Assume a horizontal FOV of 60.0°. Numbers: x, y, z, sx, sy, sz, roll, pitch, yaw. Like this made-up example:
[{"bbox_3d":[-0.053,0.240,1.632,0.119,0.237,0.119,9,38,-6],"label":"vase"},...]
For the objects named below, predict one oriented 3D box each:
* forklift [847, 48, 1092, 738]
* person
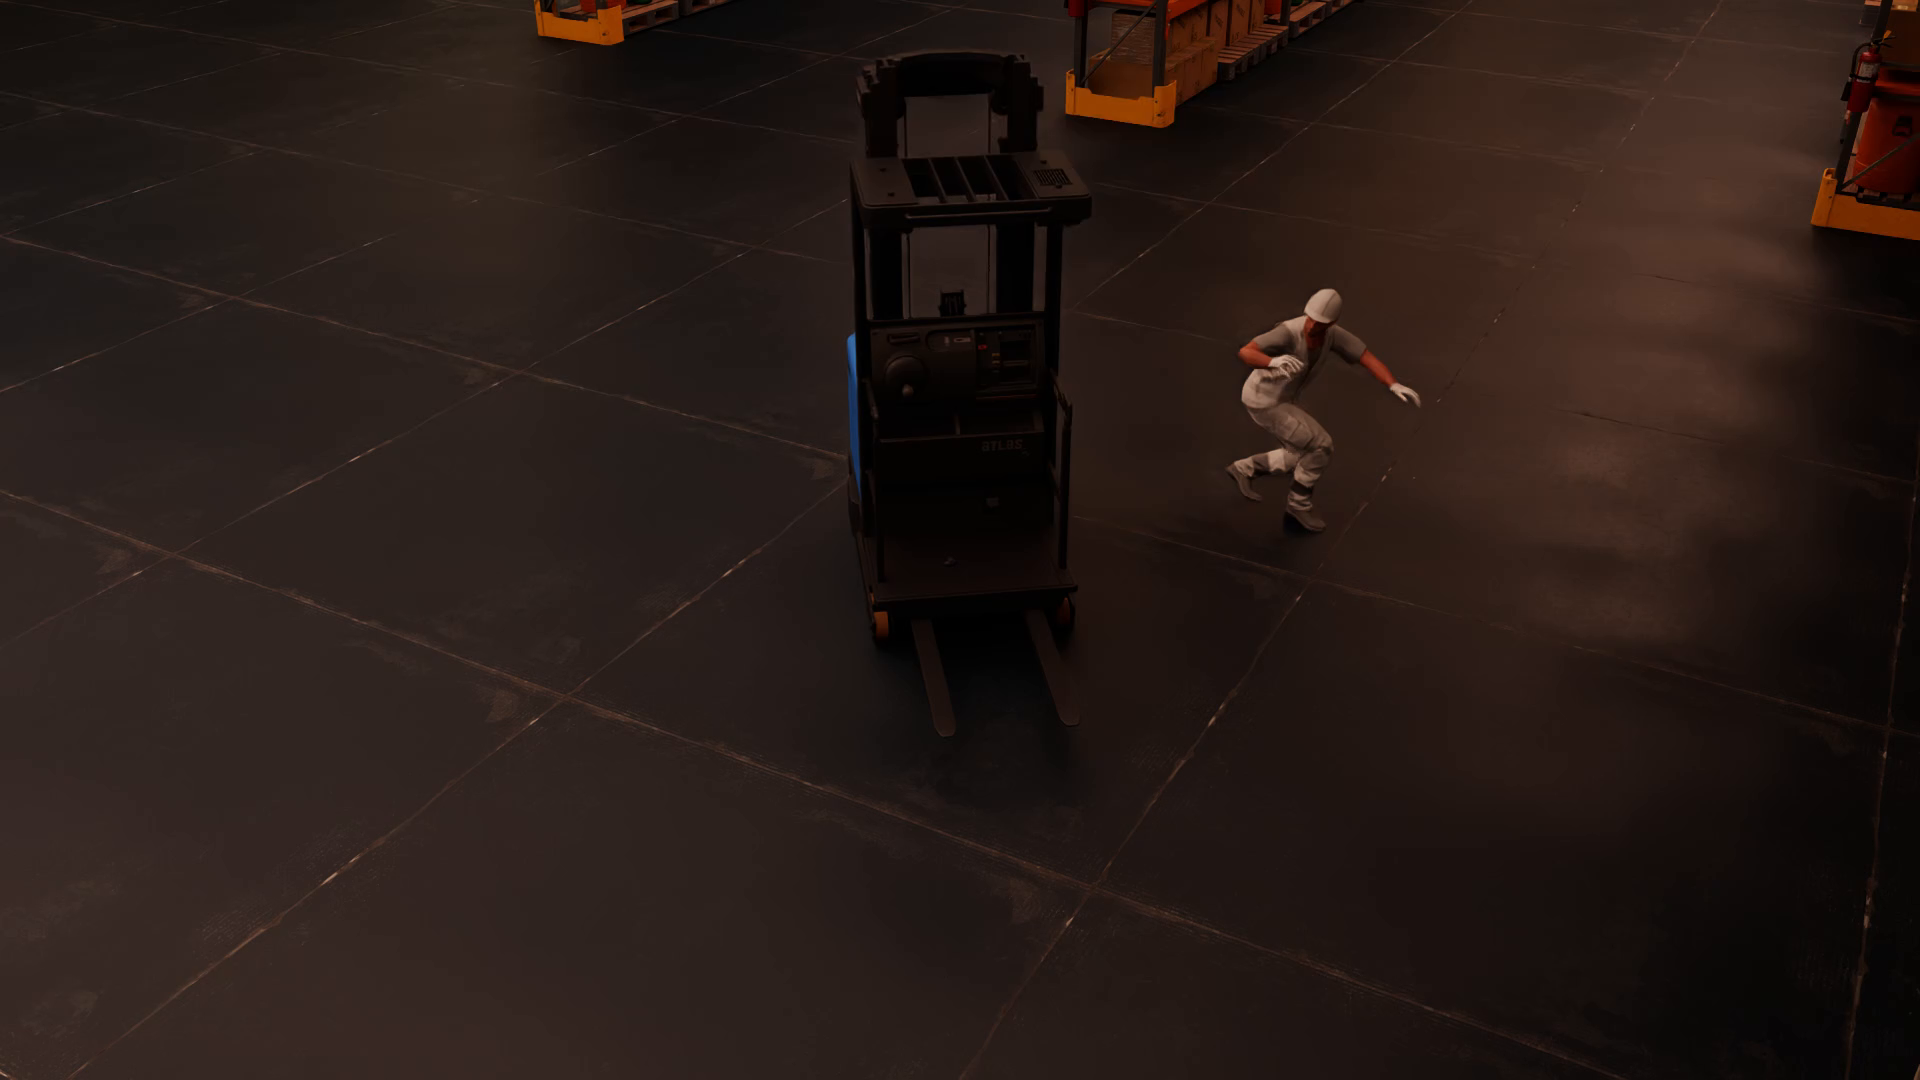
[{"bbox_3d":[0.025,-0.910,8.648,1.130,2.935,3.031,-4,30,-7],"label":"forklift"},{"bbox_3d":[2.098,-0.740,9.807,1.092,1.489,0.812,19,35,29],"label":"person"}]
